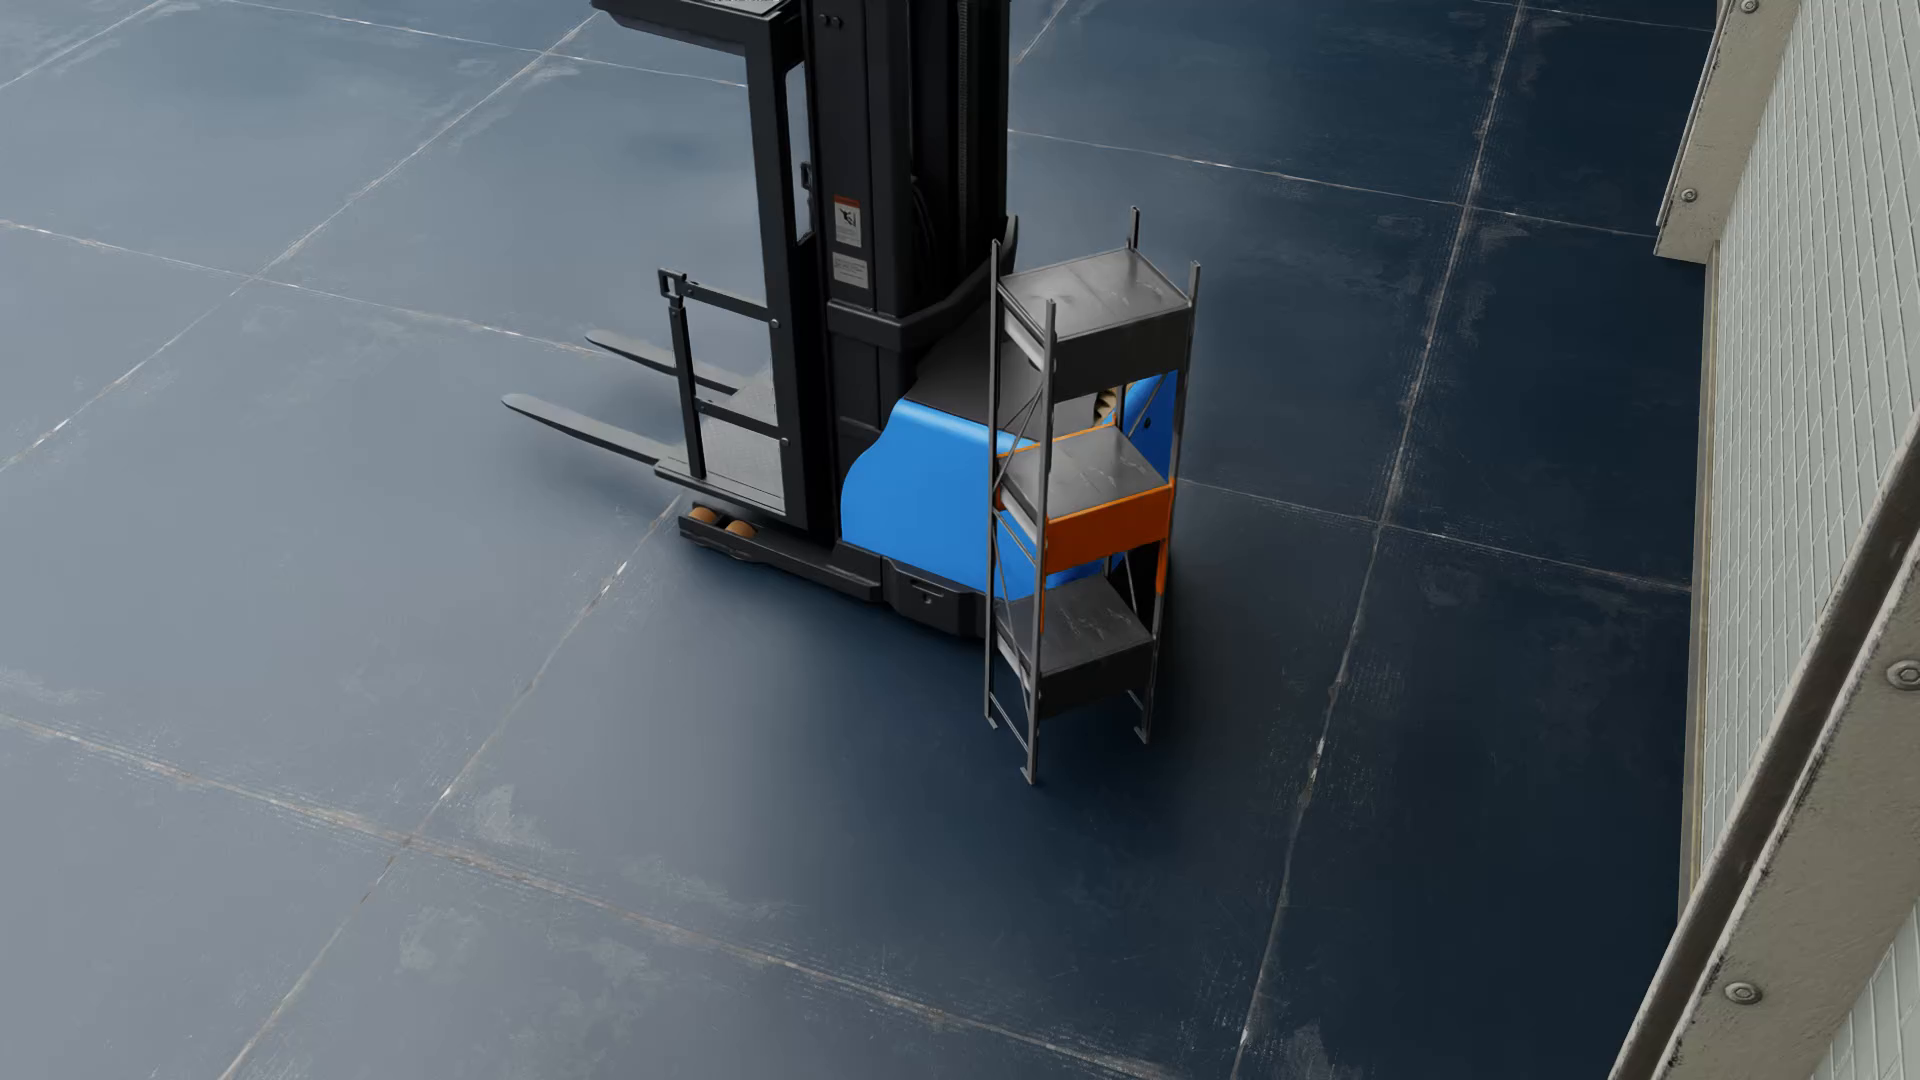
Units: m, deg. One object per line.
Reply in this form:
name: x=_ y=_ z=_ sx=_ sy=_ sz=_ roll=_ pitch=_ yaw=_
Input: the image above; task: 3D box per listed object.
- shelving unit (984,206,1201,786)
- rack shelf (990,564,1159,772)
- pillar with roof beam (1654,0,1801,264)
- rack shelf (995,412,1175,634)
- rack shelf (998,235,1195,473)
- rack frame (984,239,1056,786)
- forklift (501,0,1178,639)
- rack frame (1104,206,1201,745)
shelving unit: x=0.408 y=-0.071 z=5.715 sx=0.503 sy=2.100 sz=0.431 roll=-17 pitch=43 yaw=-19
rack shelf: x=0.408 y=0.472 z=6.178 sx=0.480 sy=0.518 sz=0.431 roll=-17 pitch=43 yaw=-19
pillar with roof beam: x=-0.049 y=-6.019 z=7.372 sx=9.100 sy=9.000 sz=0.400 roll=13 pitch=42 yaw=15
rack shelf: x=0.408 y=-0.061 z=5.724 sx=0.480 sy=0.518 sz=0.431 roll=-17 pitch=43 yaw=-19
rack shelf: x=0.409 y=-0.594 z=5.270 sx=0.480 sy=0.518 sz=0.431 roll=-17 pitch=43 yaw=-19
rack frame: x=0.187 y=-0.005 z=5.637 sx=0.015 sy=2.100 sz=0.400 roll=-17 pitch=43 yaw=-19
forklift: x=-0.632 y=-1.310 z=6.527 sx=3.031 sy=2.935 sz=1.130 roll=20 pitch=44 yaw=21
rack frame: x=0.629 y=-0.138 z=5.794 sx=0.015 sy=2.100 sz=0.400 roll=-17 pitch=43 yaw=-19
